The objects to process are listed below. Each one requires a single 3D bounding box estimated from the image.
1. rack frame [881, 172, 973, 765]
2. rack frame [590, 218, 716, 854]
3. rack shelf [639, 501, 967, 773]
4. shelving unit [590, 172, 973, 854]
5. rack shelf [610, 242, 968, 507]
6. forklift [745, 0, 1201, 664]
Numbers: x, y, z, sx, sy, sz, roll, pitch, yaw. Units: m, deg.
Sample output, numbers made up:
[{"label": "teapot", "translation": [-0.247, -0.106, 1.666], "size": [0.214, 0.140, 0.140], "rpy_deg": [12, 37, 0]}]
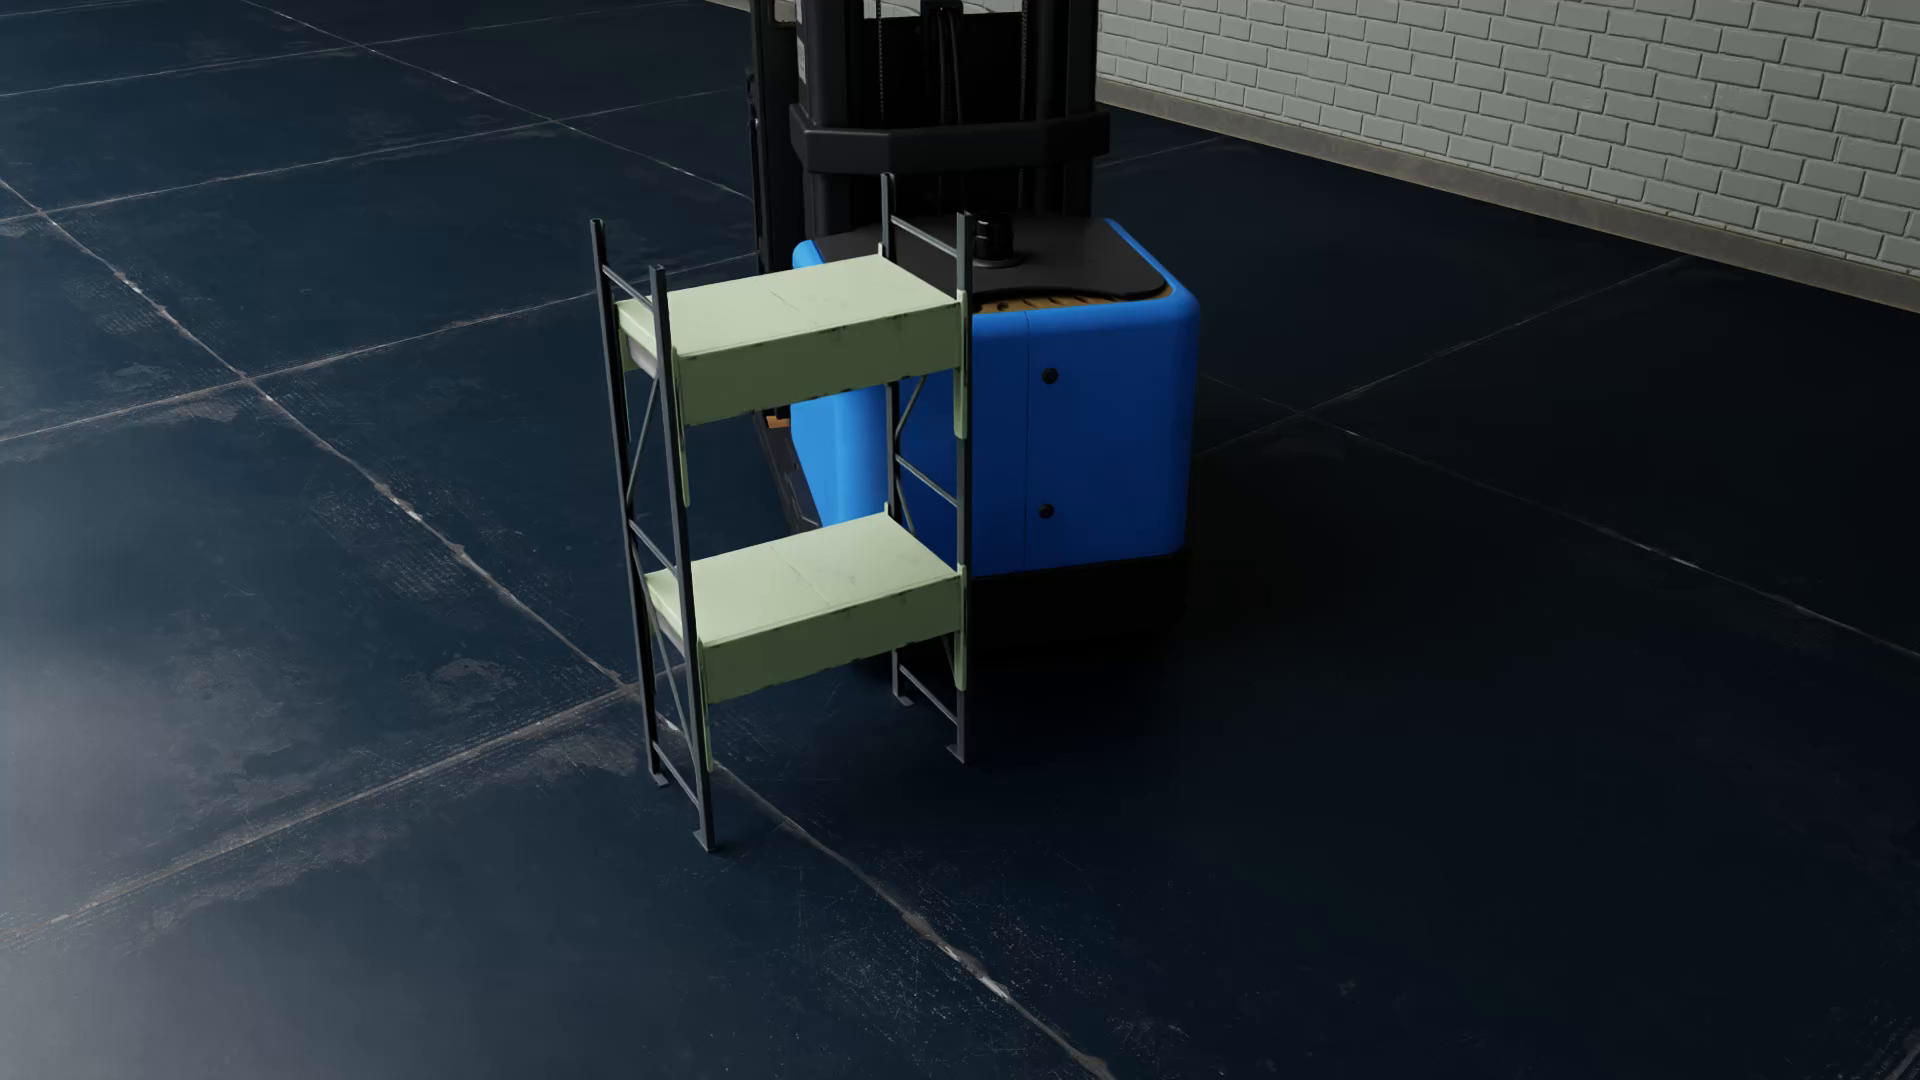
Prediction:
[{"label": "rack frame", "translation": [-0.081, -0.146, 4.228], "size": [0.023, 1.500, 0.400], "rpy_deg": [-15, 32, -26]}, {"label": "rack frame", "translation": [-0.713, 0.028, 3.902], "size": [0.023, 1.500, 0.400], "rpy_deg": [-15, 32, -26]}, {"label": "rack shelf", "translation": [-0.397, 0.228, 4.218], "size": [0.720, 0.370, 0.431], "rpy_deg": [-15, 32, -26]}, {"label": "shelving unit", "translation": [-0.397, -0.059, 4.065], "size": [0.755, 1.500, 0.431], "rpy_deg": [-15, 32, -26]}, {"label": "rack shelf", "translation": [-0.397, -0.404, 3.881], "size": [0.720, 0.370, 0.431], "rpy_deg": [-15, 32, -26]}, {"label": "forklift", "translation": [-0.165, -1.617, 5.461], "size": [1.130, 2.935, 3.031], "rpy_deg": [-6, 29, -12]}]
